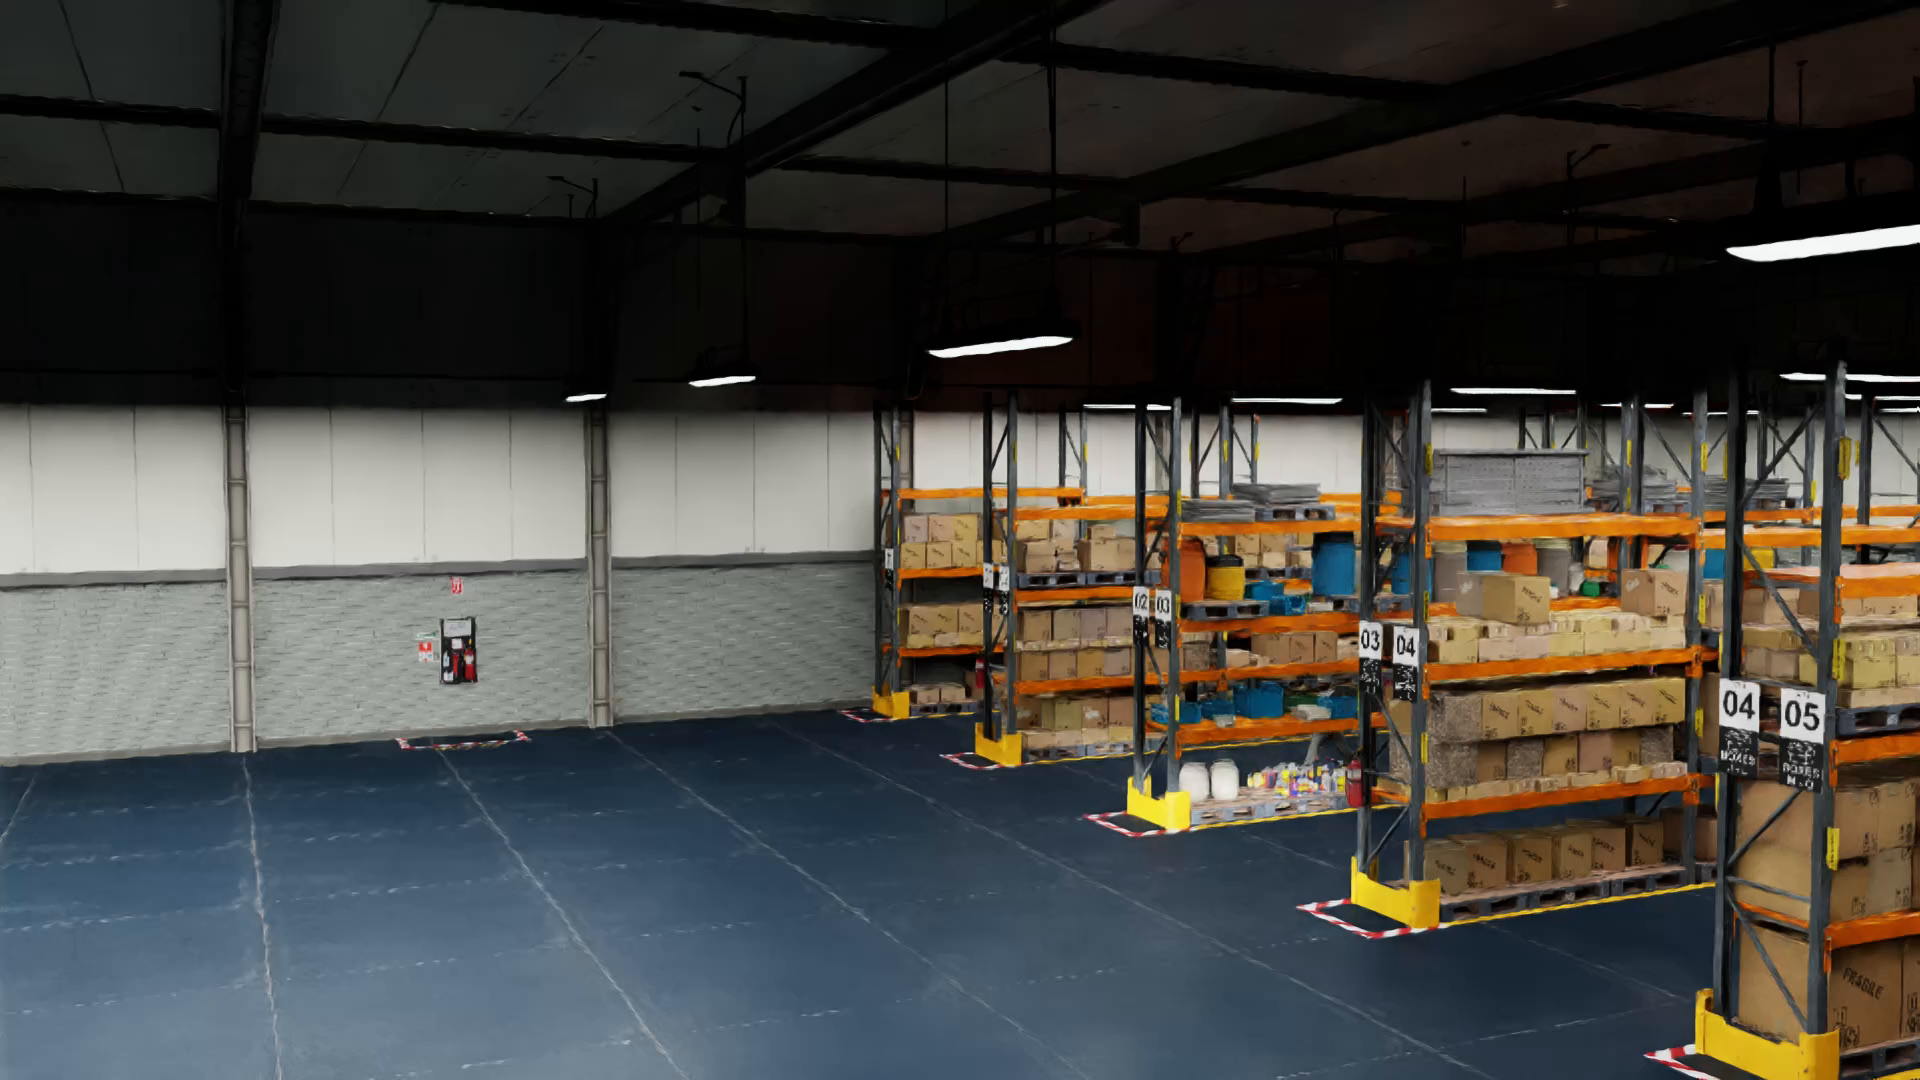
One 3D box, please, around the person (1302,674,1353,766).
[{"bbox_3d":[5.691,2.853,25.728,1.091,1.588,0.450,-1,4,-20],"label":"person"}]
